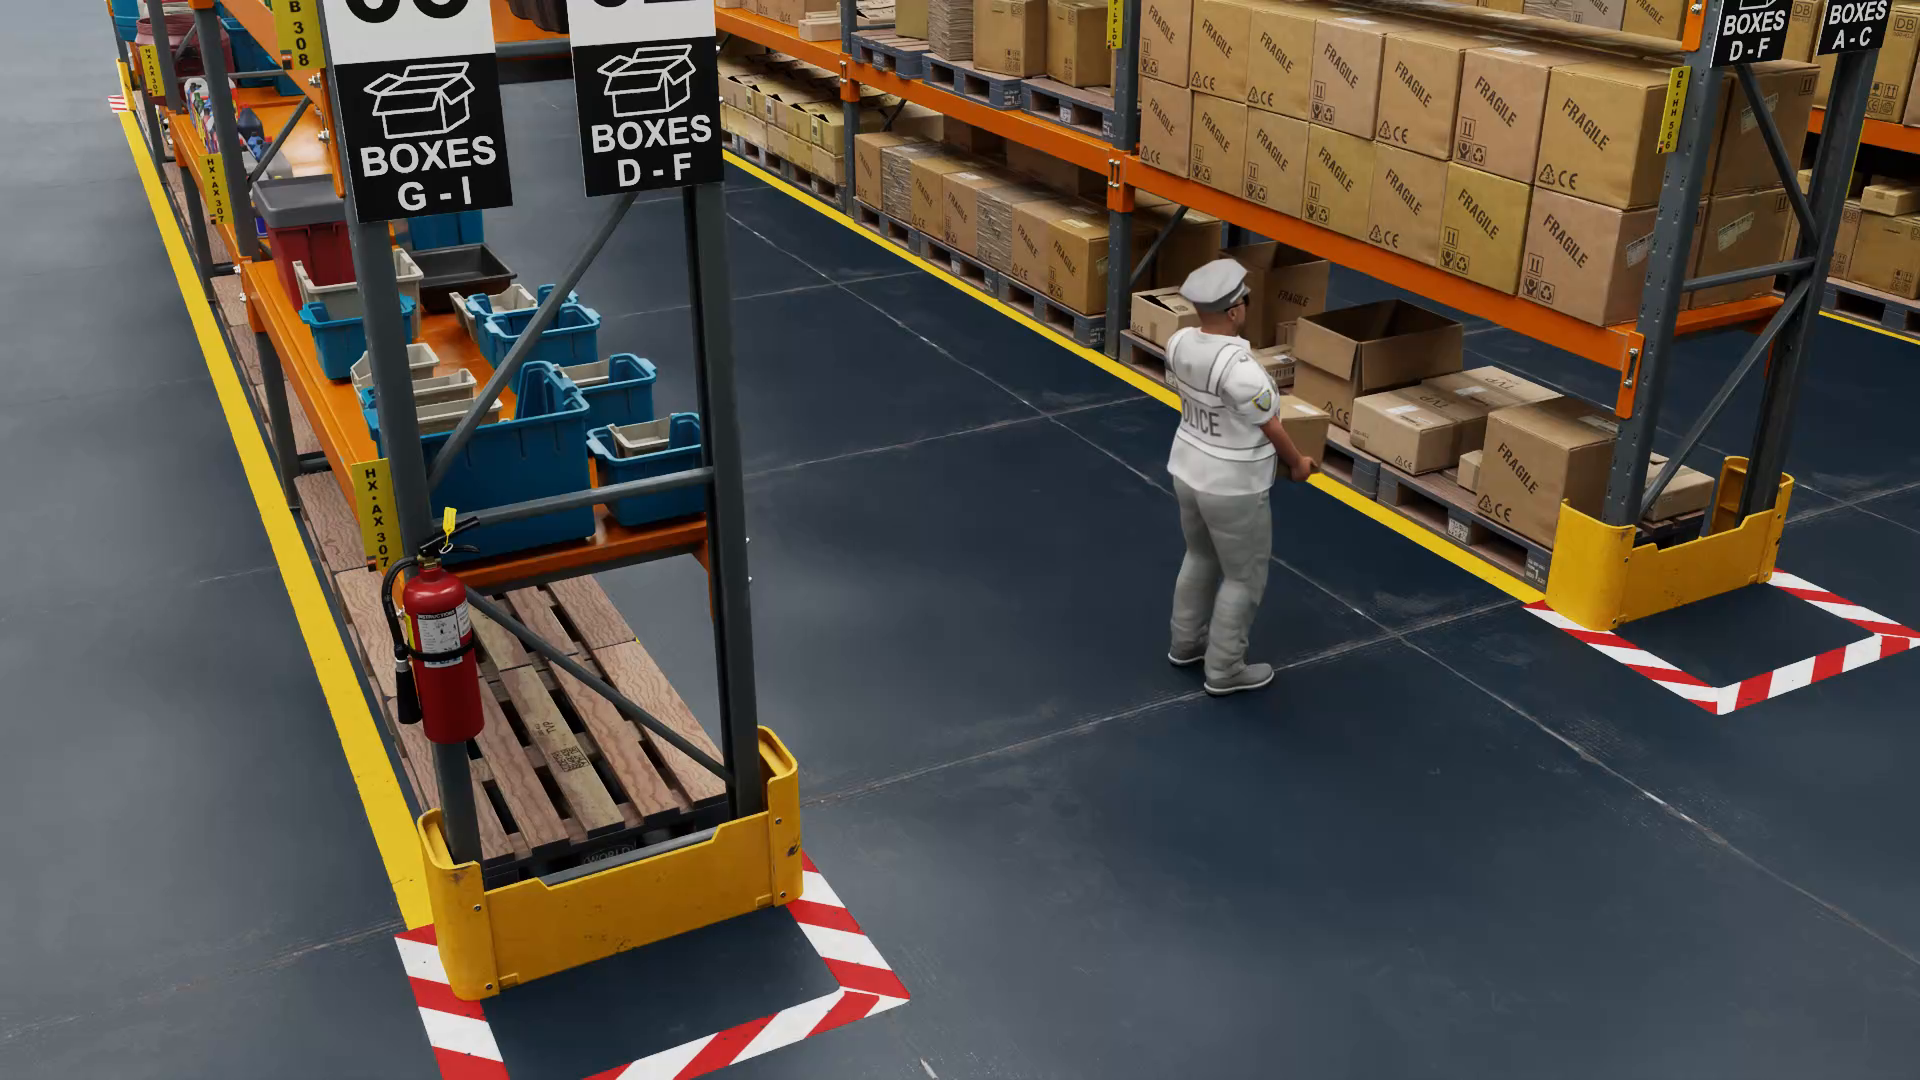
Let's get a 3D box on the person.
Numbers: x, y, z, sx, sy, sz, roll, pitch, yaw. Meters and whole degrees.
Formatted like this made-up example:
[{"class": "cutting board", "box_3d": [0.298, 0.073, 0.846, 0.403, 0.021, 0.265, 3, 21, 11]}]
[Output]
[{"class": "person", "box_3d": [1.106, -0.266, 6.639, 0.566, 1.768, 0.494, -13, 28, -25]}]
